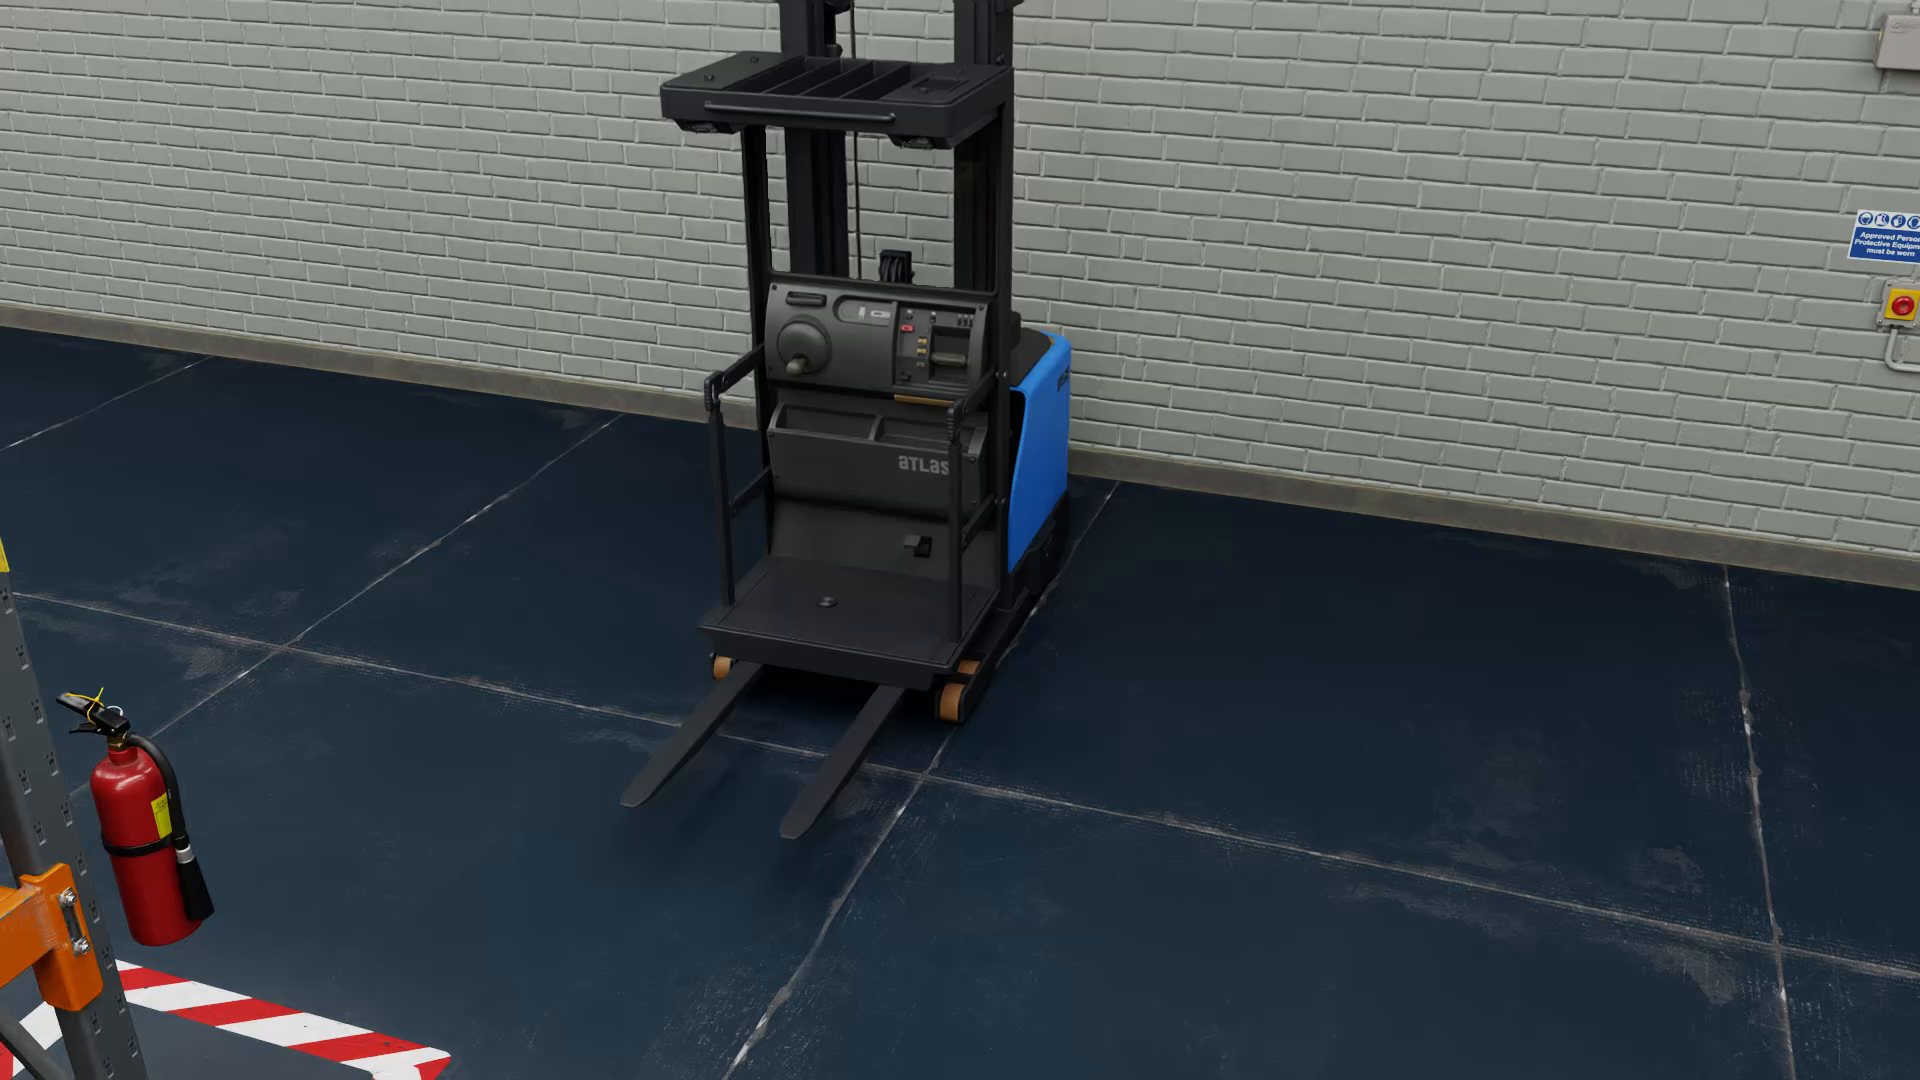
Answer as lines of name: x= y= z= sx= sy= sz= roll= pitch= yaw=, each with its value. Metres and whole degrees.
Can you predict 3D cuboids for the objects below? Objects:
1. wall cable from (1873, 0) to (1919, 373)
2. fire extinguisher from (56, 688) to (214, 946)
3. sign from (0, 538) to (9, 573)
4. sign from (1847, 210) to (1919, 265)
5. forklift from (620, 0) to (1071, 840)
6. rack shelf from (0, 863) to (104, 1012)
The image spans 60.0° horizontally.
wall cable: x=4.074 y=-1.629 z=6.970 sx=0.585 sy=1.953 sz=0.123 roll=9 pitch=27 yaw=17
fire extinguisher: x=-1.963 y=0.653 z=3.976 sx=0.296 sy=0.674 sz=0.183 roll=9 pitch=27 yaw=17
sign: x=-1.965 y=-0.088 z=3.298 sx=0.100 sy=0.325 sz=0.005 roll=9 pitch=27 yaw=17
sign: x=4.049 y=-1.311 z=7.206 sx=0.327 sy=0.218 sz=0.001 roll=9 pitch=27 yaw=17
forklift: x=-0.407 y=-0.775 z=6.487 sx=1.130 sy=2.935 sz=3.031 roll=8 pitch=27 yaw=16
rack shelf: x=-3.148 y=1.633 z=2.262 sx=1.077 sy=0.370 sz=4.000 roll=9 pitch=27 yaw=17
